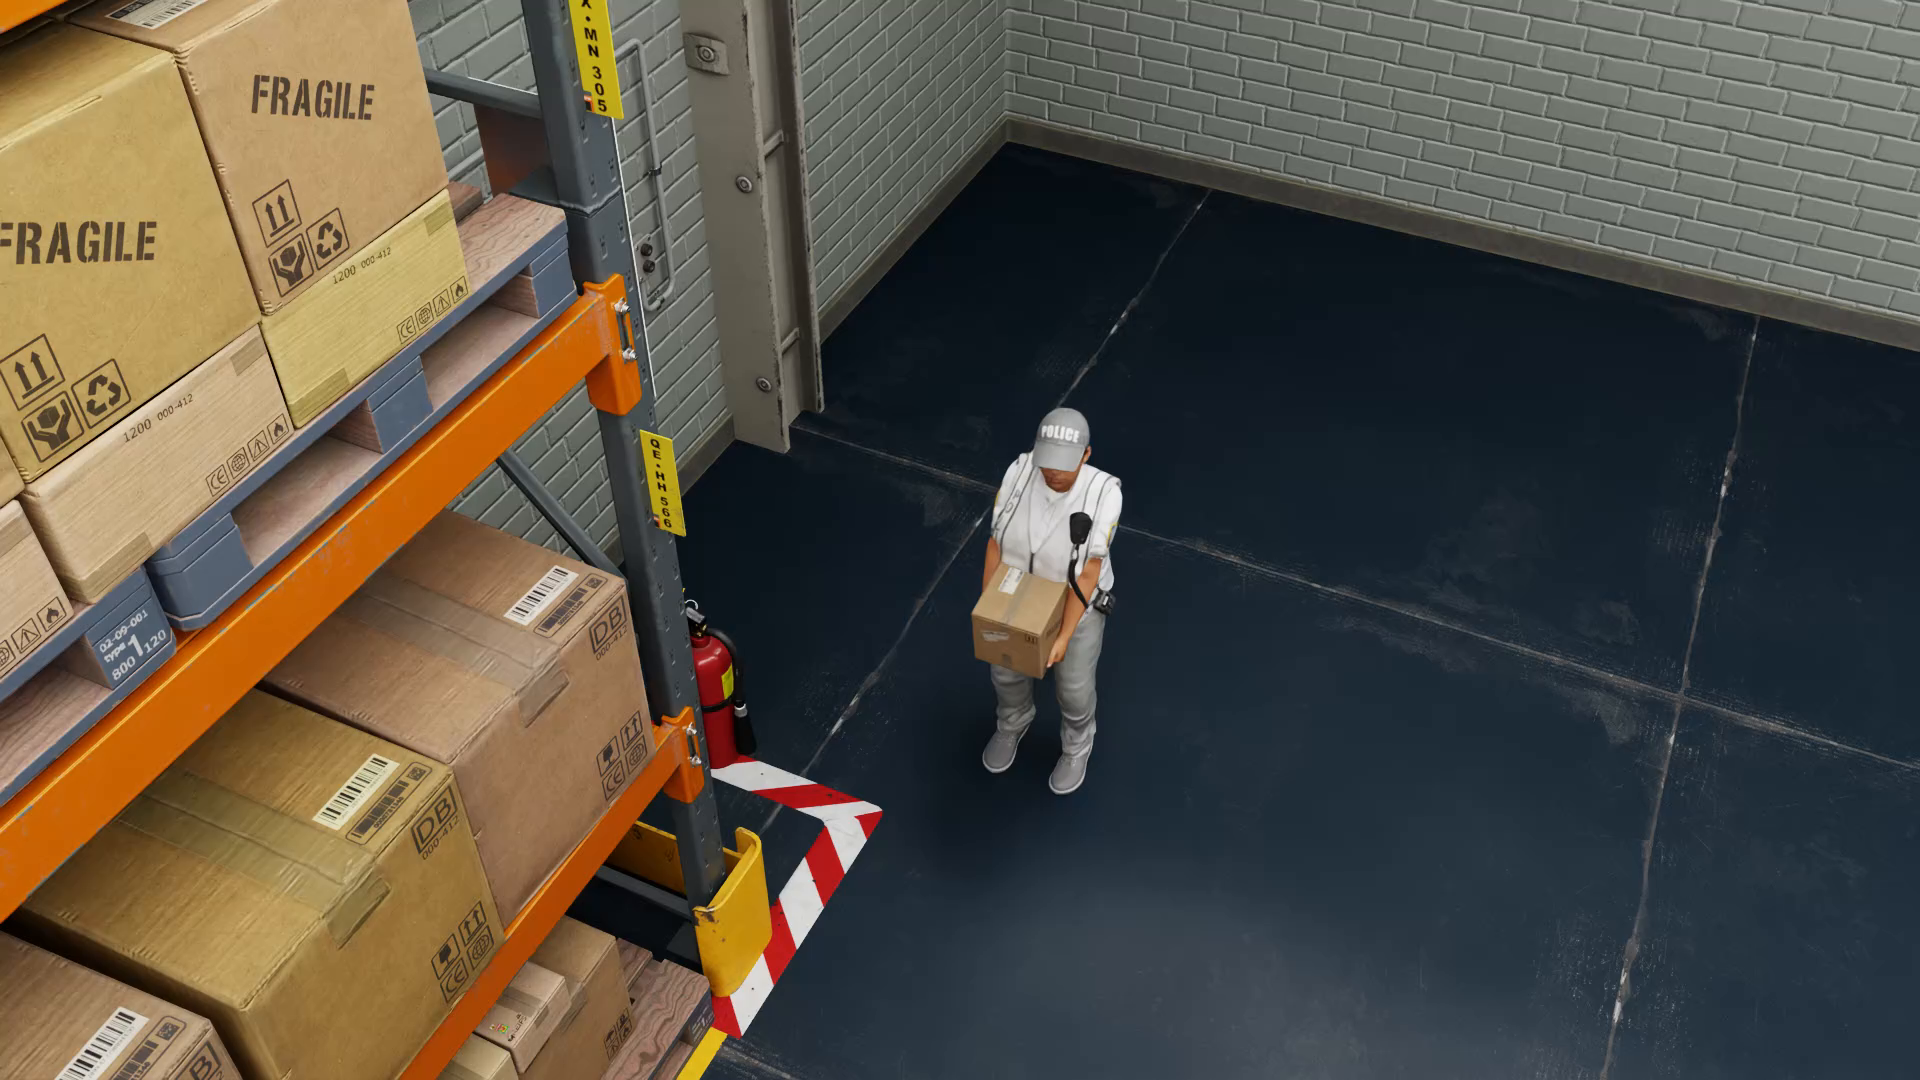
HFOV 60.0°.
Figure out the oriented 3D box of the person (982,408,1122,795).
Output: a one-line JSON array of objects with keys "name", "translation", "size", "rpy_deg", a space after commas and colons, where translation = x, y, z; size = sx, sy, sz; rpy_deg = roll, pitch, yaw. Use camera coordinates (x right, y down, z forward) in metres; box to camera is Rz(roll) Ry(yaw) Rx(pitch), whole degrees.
[{"name": "person", "translation": [0.297, 0.259, 5.881], "size": [0.452, 1.663, 0.542], "rpy_deg": [17, 45, 18]}]
